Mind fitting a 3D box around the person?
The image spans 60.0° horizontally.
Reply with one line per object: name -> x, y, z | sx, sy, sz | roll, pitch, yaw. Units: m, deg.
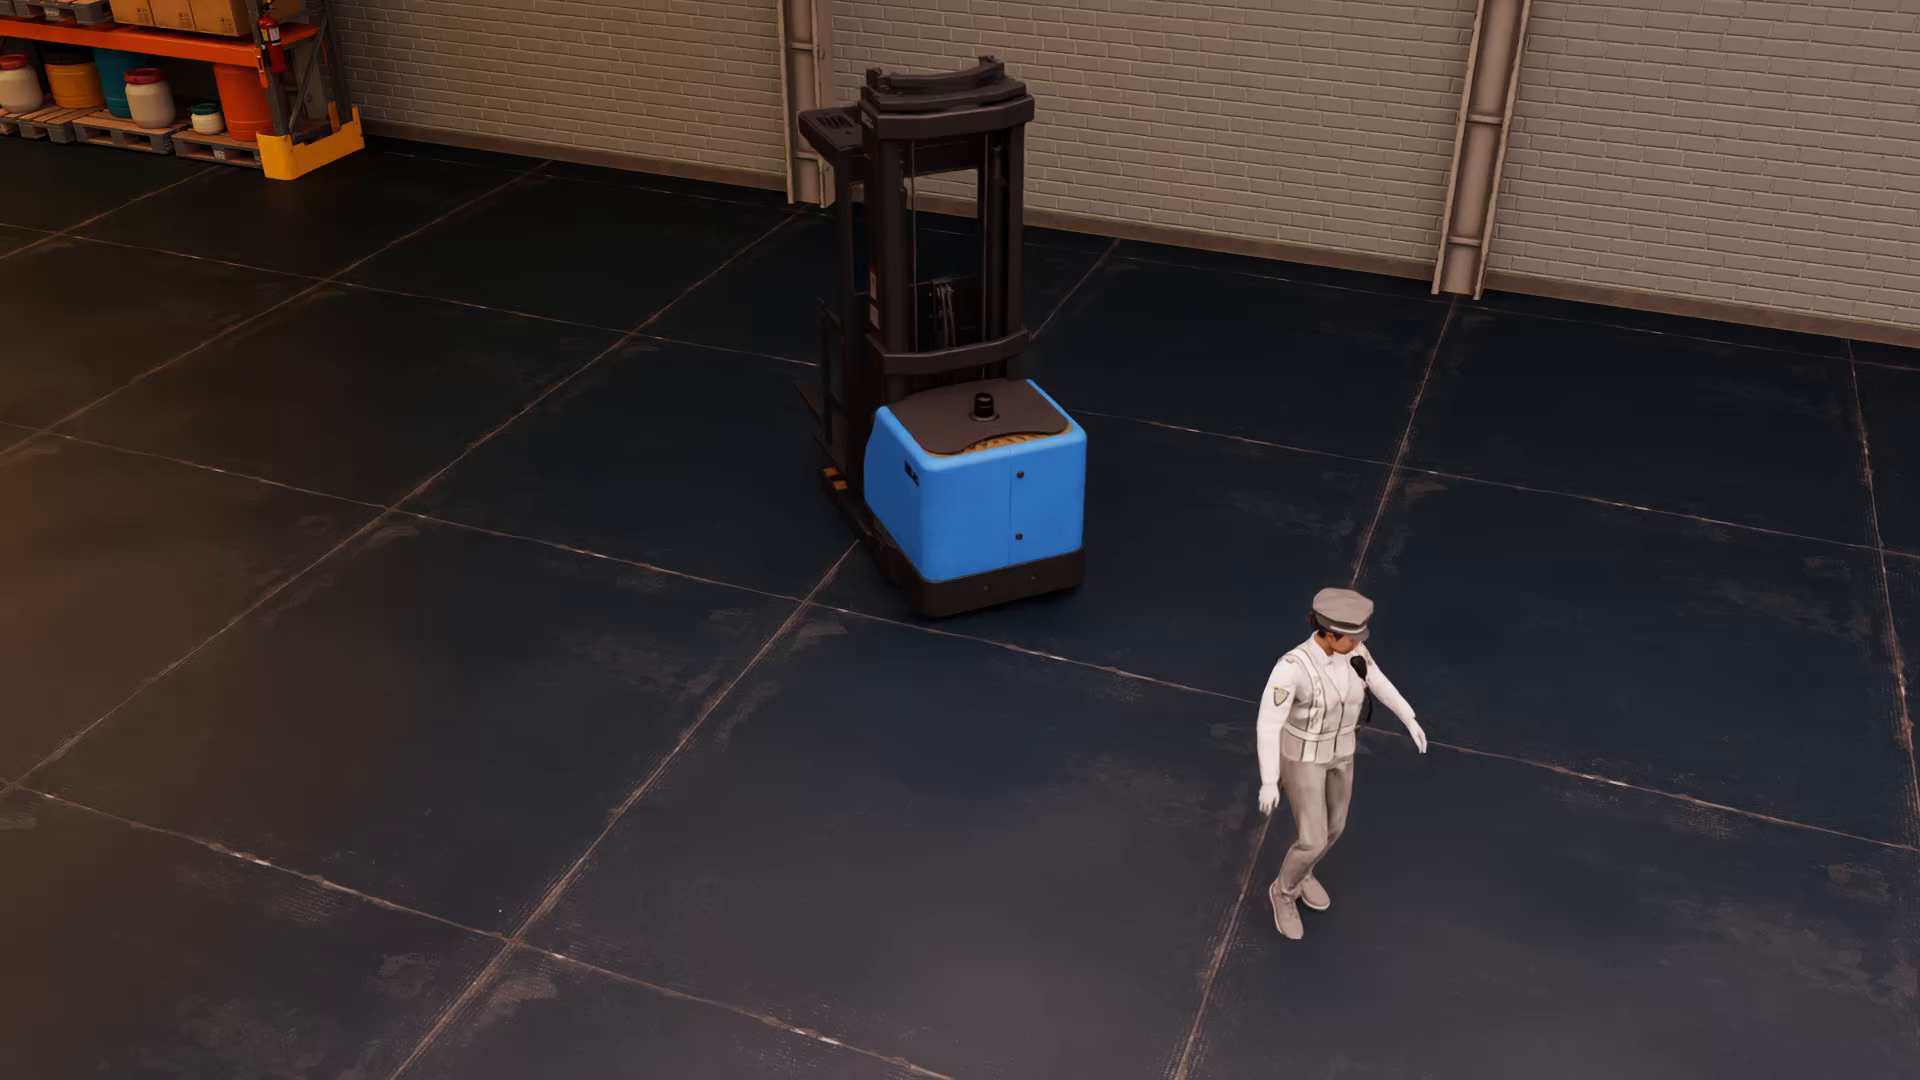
person -> 1.617, 0.985, 7.323 | 0.823, 1.683, 0.441 | -15, 34, -23

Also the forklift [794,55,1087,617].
forklift -> -0.297, -1.555, 10.239 | 1.130, 2.935, 3.031 | -12, 33, -19
